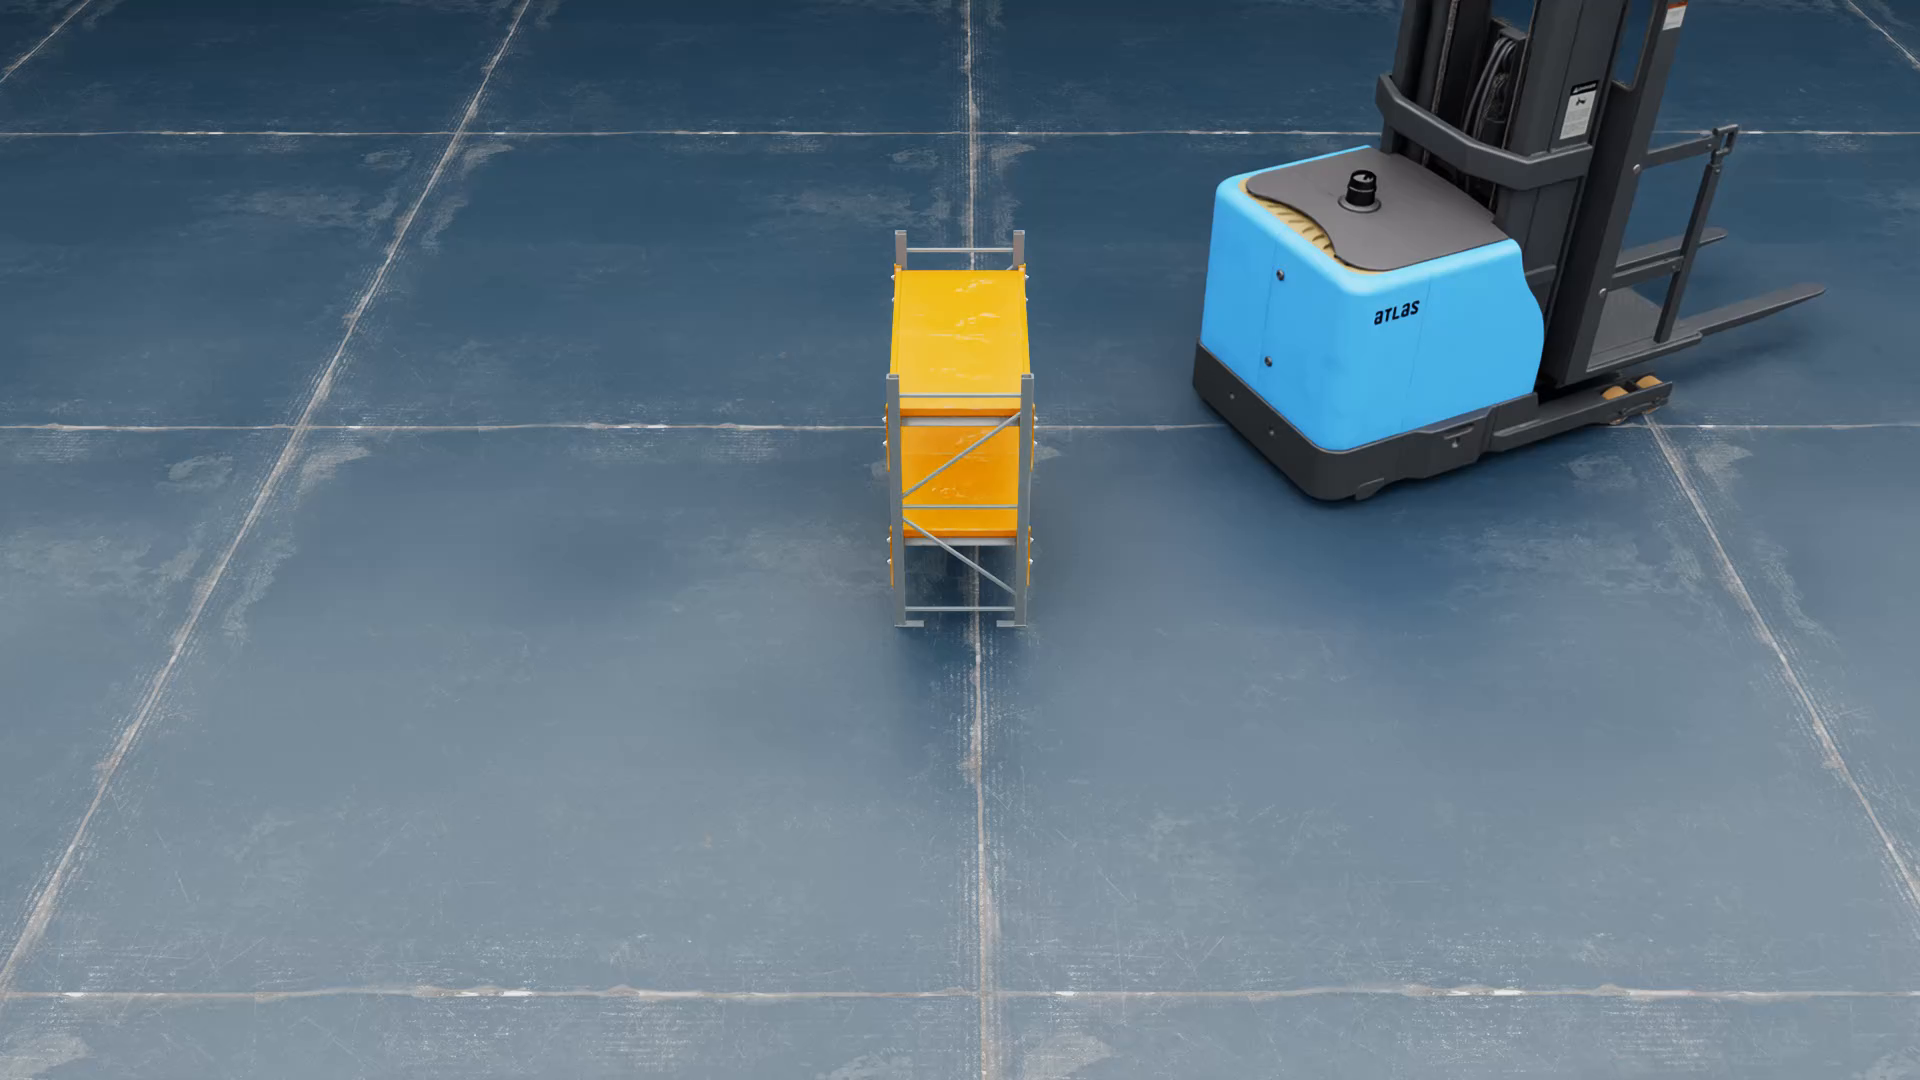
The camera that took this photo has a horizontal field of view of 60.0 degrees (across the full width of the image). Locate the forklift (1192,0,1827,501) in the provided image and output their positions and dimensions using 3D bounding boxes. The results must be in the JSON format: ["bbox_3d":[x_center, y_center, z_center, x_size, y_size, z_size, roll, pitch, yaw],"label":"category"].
[{"bbox_3d":[2.605,-1.937,6.823,3.031,2.935,1.130,-17,42,-20],"label":"forklift"}]

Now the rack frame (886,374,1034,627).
[{"bbox_3d":[0.001,-0.117,5.996,0.500,1.125,0.032,0,39,0],"label":"rack frame"}]

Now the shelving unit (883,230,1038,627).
[{"bbox_3d":[0.000,-0.435,6.393,0.538,1.125,1.048,0,39,0],"label":"shelving unit"}]

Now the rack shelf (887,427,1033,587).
[{"bbox_3d":[0.000,-0.244,6.546,0.538,0.278,1.000,0,39,0],"label":"rack shelf"}]

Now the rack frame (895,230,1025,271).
[{"bbox_3d":[-0.001,-0.753,6.790,0.500,1.125,0.032,0,39,0],"label":"rack frame"}]

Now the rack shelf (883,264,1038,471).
[{"bbox_3d":[0.000,-0.663,6.210,0.538,0.278,1.000,0,39,0],"label":"rack shelf"}]
